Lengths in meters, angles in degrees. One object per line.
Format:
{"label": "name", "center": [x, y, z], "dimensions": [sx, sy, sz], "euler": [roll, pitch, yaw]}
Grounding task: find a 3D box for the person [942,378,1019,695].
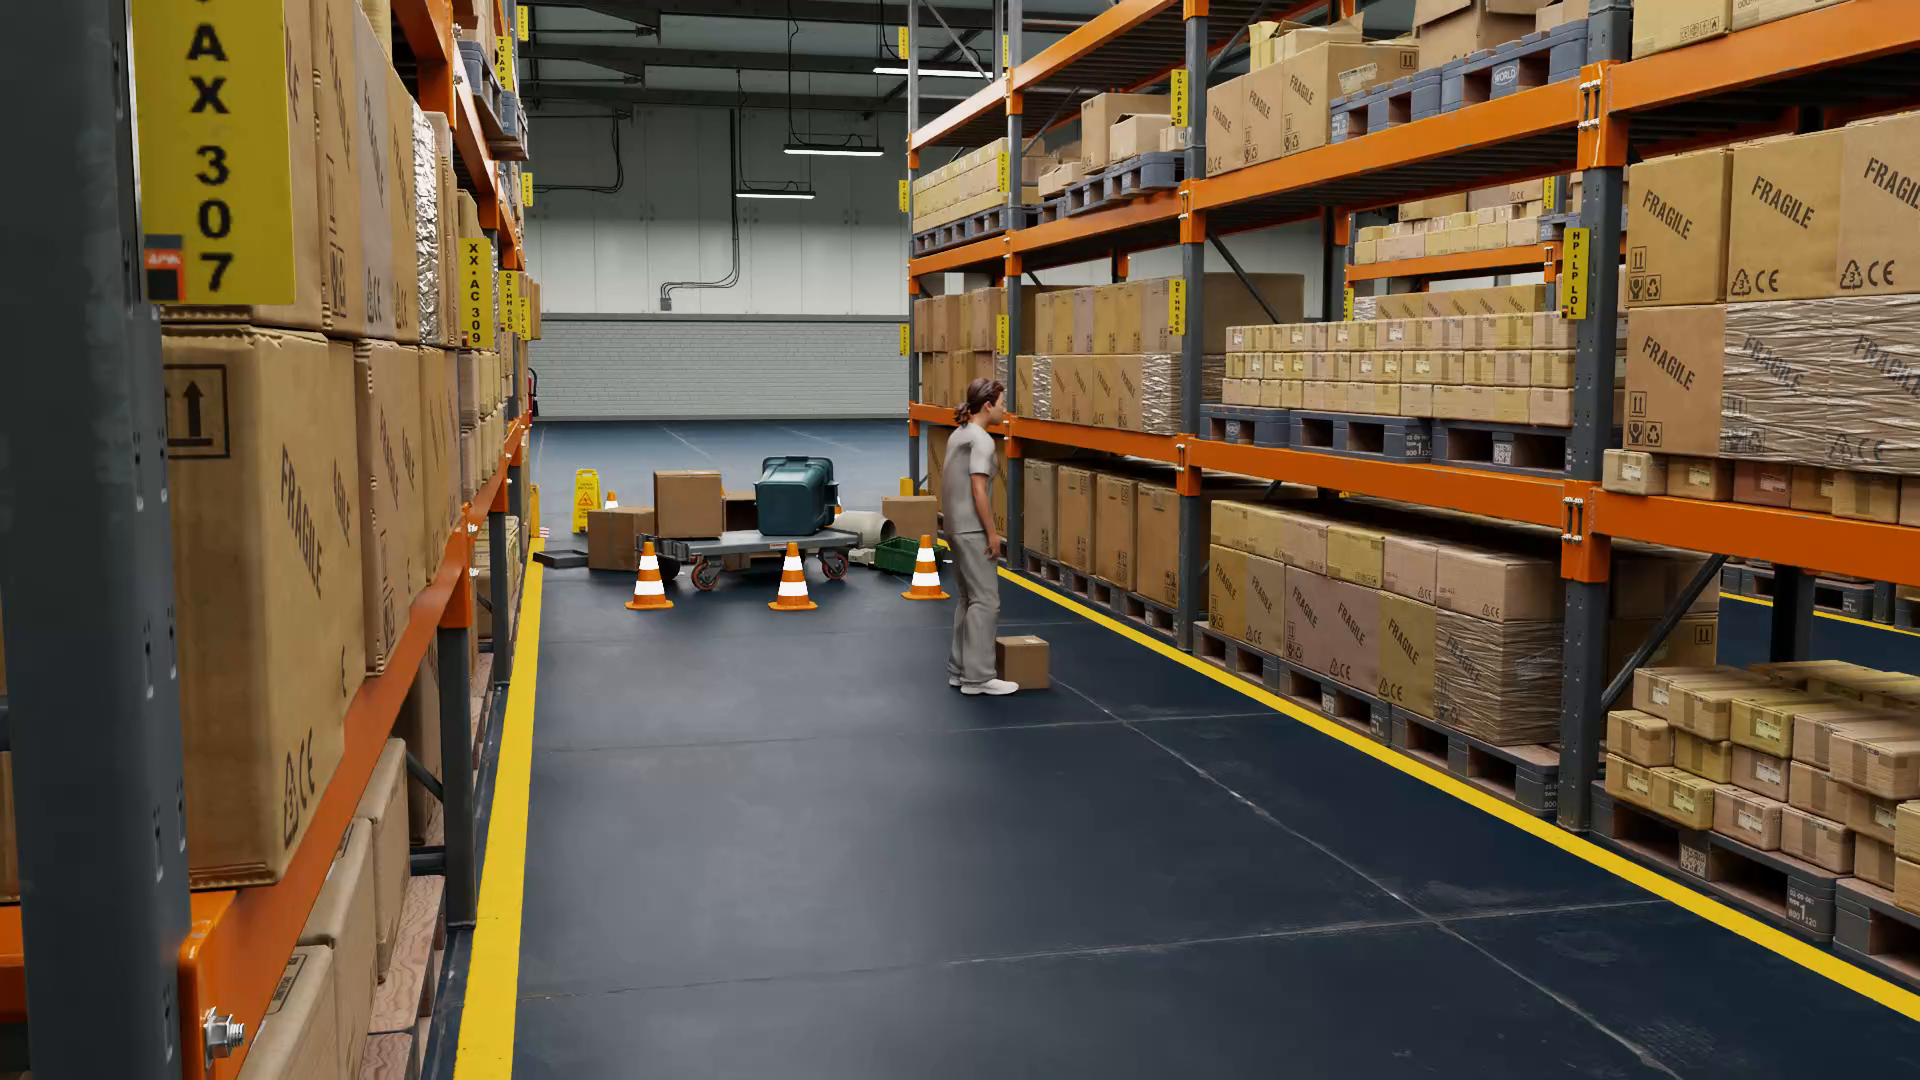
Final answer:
{"label": "person", "center": [0.091, -0.030, 8.920], "dimensions": [0.356, 1.673, 0.487], "euler": [-1, 6, -13]}
